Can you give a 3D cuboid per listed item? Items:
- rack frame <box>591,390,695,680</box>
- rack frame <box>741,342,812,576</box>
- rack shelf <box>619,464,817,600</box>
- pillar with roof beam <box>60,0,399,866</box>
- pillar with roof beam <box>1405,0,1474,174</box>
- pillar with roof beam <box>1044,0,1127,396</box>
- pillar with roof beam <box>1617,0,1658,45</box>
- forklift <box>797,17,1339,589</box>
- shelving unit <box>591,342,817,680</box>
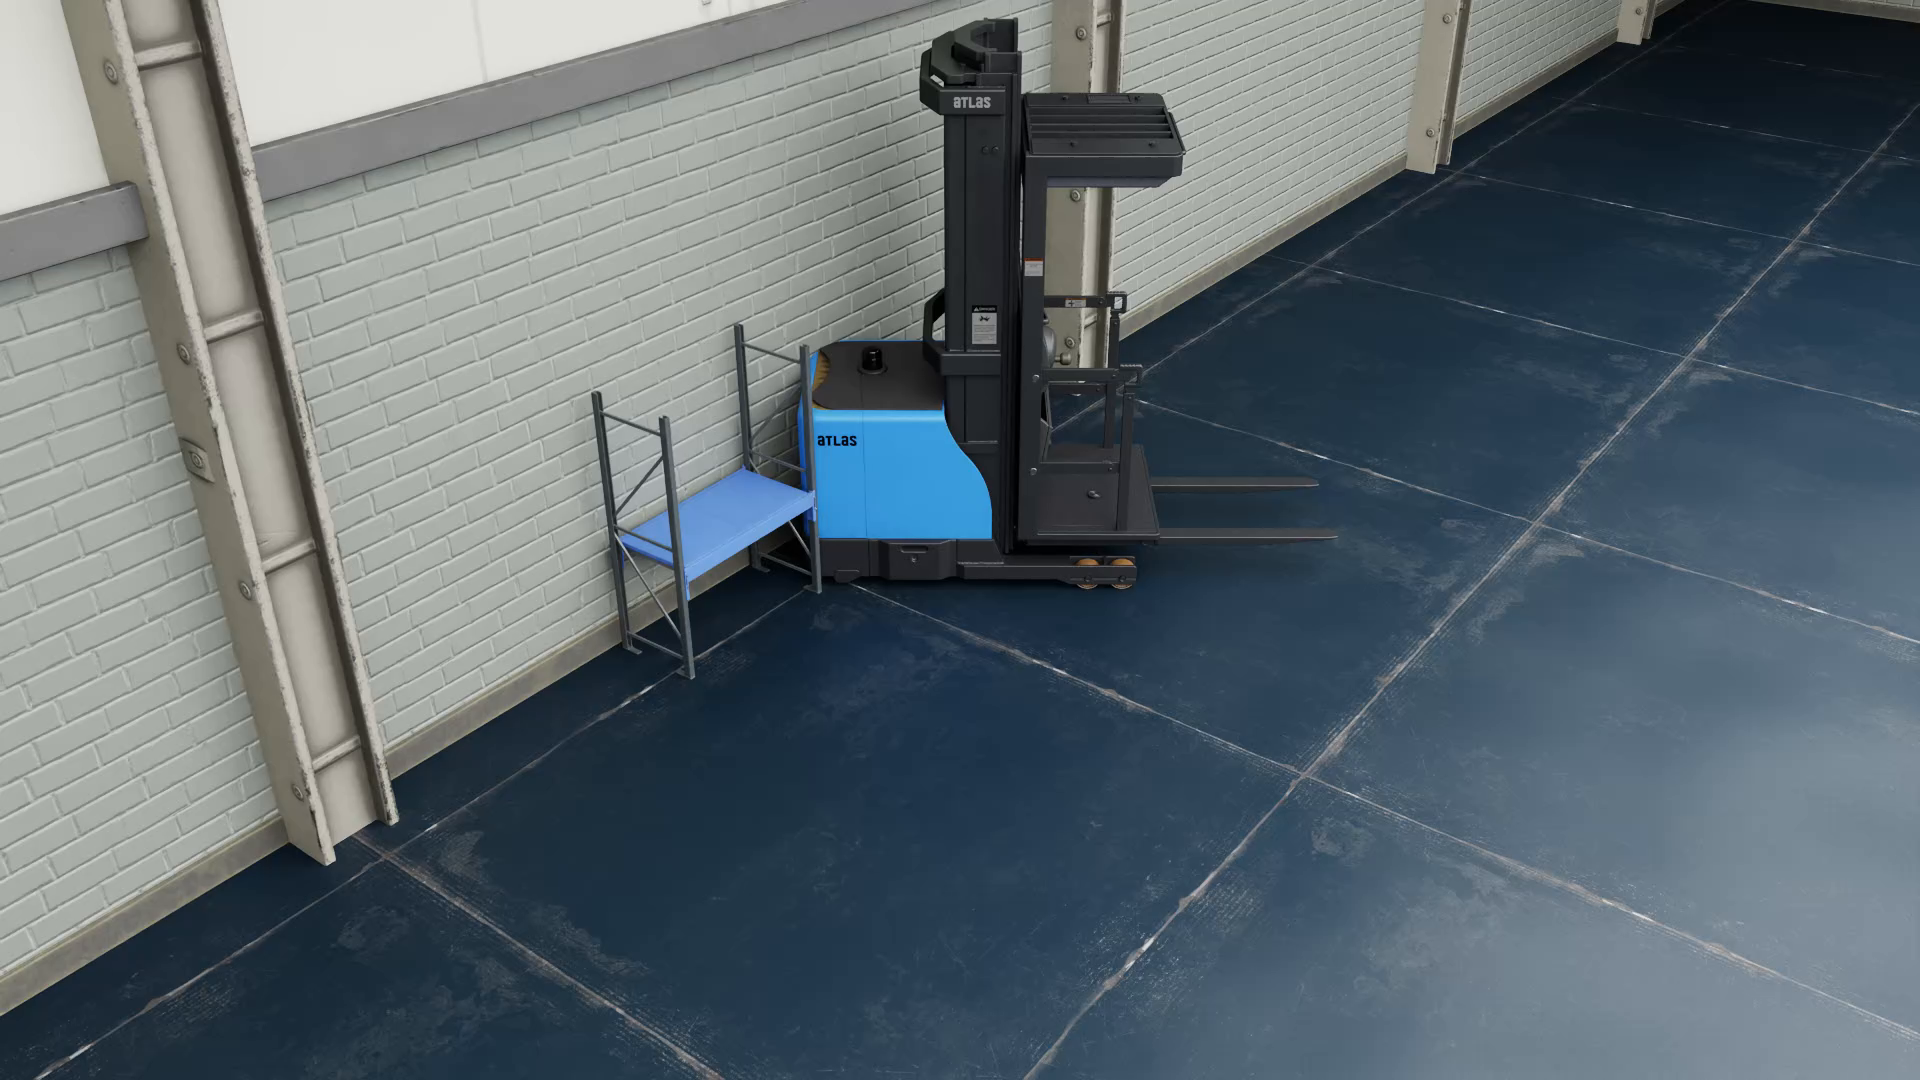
[{"bbox_3d":[-1.582,-0.003,8.341,0.500,1.500,0.032,20,36,30],"label":"rack frame"},{"bbox_3d":[-0.986,-0.423,9.050,0.475,1.308,0.013,20,36,30],"label":"rack frame"},{"bbox_3d":[-1.283,-0.058,8.786,0.538,0.185,1.000,20,36,30],"label":"rack shelf"},{"bbox_3d":[0.619,-1.229,3.054,9.100,9.000,0.400,21,37,31],"label":"pillar with roof beam"},{"bbox_3d":[7.862,-6.106,11.284,9.100,9.000,0.400,21,37,31],"label":"pillar with roof beam"},{"bbox_3d":[4.240,-3.667,7.169,9.100,9.000,0.400,21,37,31],"label":"pillar with roof beam"},{"bbox_3d":[11.484,-8.545,15.399,9.100,9.000,0.400,21,37,31],"label":"pillar with roof beam"},{"bbox_3d":[0.630,-1.260,9.058,3.031,2.935,1.130,0,31,0],"label":"forklift"},{"bbox_3d":[-1.286,-0.211,8.691,0.538,1.500,1.039,20,36,30],"label":"shelving unit"}]
